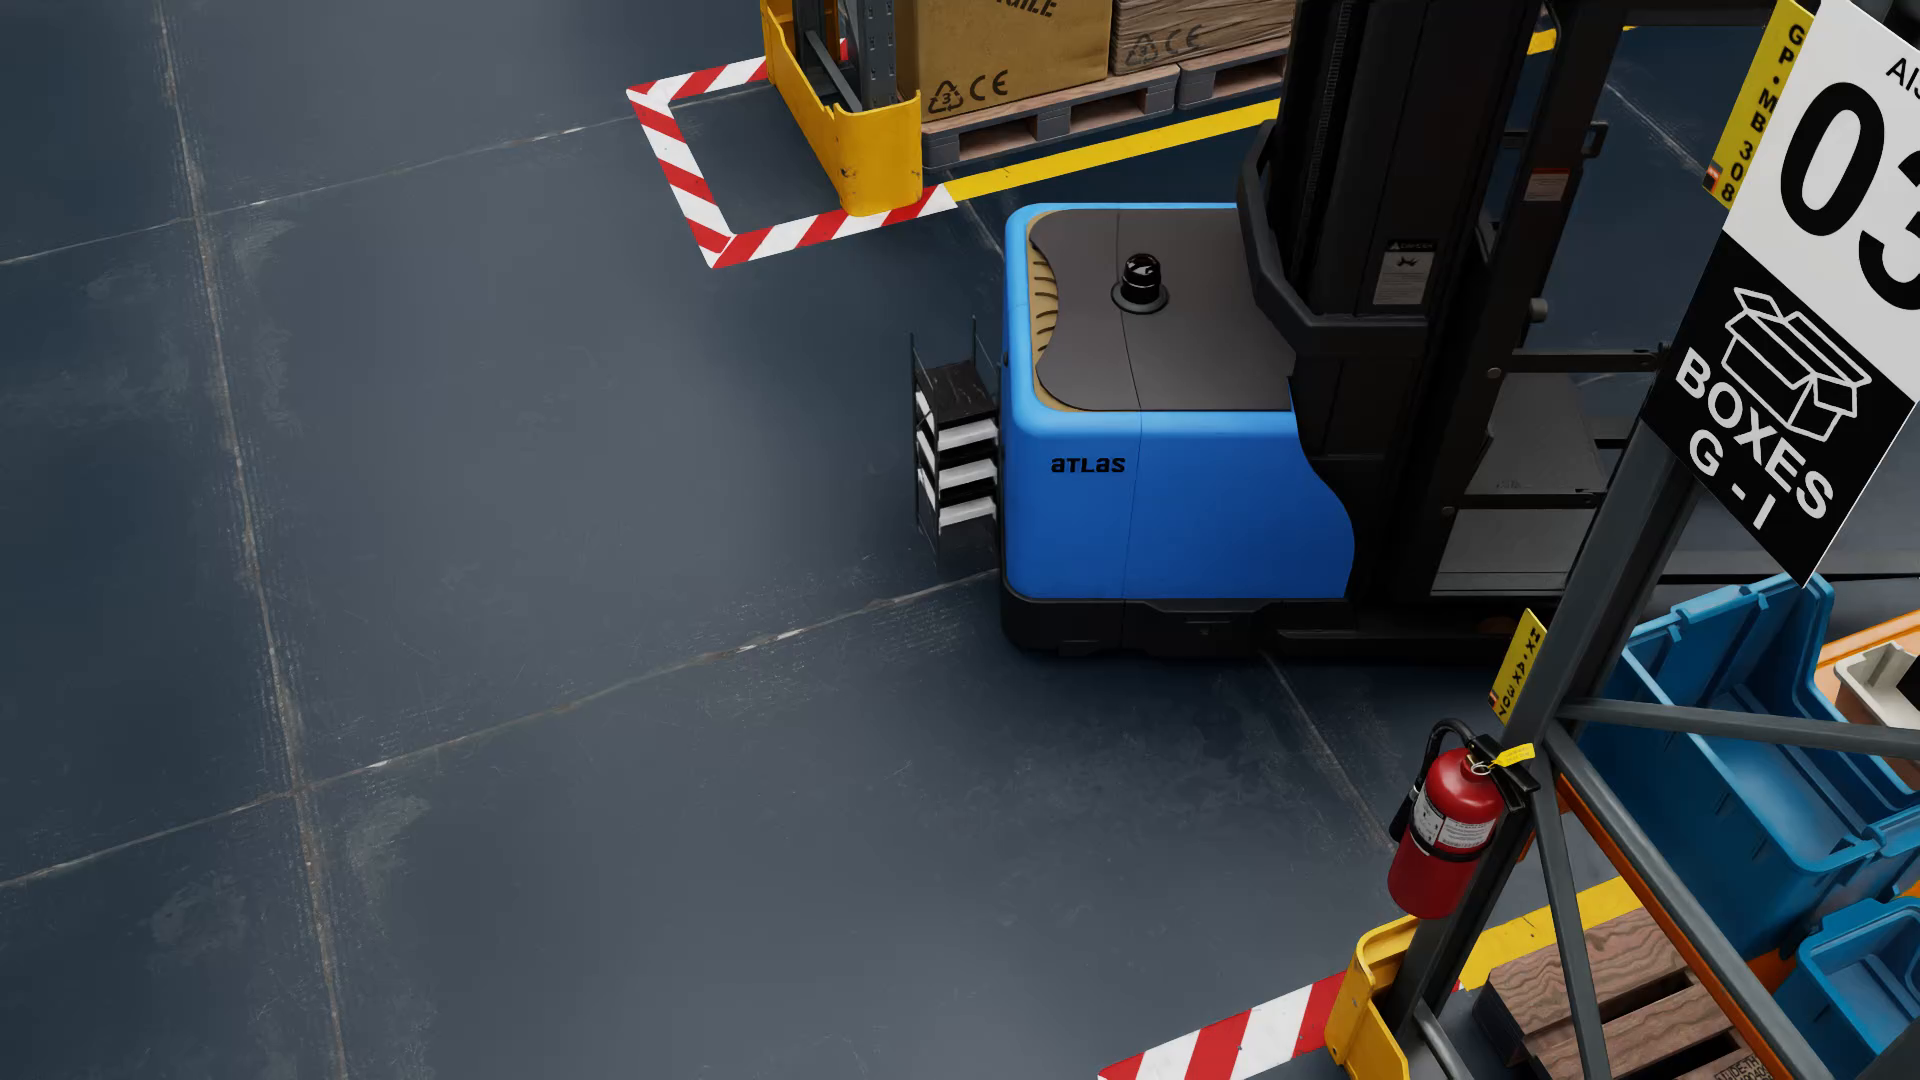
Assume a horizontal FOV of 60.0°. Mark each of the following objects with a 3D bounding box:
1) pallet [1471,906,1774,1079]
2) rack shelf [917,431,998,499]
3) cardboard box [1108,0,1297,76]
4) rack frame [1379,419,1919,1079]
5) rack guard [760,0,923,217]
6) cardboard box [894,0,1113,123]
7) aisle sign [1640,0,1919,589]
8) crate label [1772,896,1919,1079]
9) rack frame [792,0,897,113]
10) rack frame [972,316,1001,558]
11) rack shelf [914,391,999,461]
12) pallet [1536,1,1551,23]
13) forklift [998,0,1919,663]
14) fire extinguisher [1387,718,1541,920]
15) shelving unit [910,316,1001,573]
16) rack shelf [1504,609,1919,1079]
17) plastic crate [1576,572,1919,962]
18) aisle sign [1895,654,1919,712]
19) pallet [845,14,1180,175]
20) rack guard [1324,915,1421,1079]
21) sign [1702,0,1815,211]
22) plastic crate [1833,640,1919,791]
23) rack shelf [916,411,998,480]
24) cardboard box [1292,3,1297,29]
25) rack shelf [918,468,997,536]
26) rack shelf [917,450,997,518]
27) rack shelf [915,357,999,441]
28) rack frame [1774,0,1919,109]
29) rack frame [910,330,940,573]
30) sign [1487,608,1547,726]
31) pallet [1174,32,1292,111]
[{"bbox_3d":[2.157,1.410,4.400,1.213,0.211,1.003,-17,52,-14],"label":"pallet"},{"bbox_3d":[-0.015,-0.270,5.433,0.200,0.077,0.258,-15,51,-13],"label":"rack shelf"},{"bbox_3d":[0.910,-2.714,7.227,0.875,0.875,0.875,-17,52,-14],"label":"cardboard box"},{"bbox_3d":[1.379,0.710,3.163,0.127,3.000,1.000,-17,52,-14],"label":"rack frame"},{"bbox_3d":[-0.516,-1.947,7.092,0.348,0.500,1.175,-17,52,-14],"label":"rack guard"},{"bbox_3d":[0.068,-2.453,7.003,0.875,0.875,0.875,-17,52,-14],"label":"cardboard box"},{"bbox_3d":[1.201,-0.322,2.335,0.004,0.787,0.394,-17,52,-14],"label":"aisle sign"},{"bbox_3d":[1.732,0.906,3.066,0.303,0.233,0.416,-17,52,-14],"label":"crate label"},{"bbox_3d":[-0.494,-2.768,6.150,0.127,3.000,1.000,-17,52,-14],"label":"rack frame"},{"bbox_3d":[0.081,-0.318,5.430,0.006,0.900,0.240,-15,51,-13],"label":"rack frame"},{"bbox_3d":[-0.015,-0.387,5.296,0.200,0.077,0.258,-15,51,-13],"label":"rack shelf"},{"bbox_3d":[2.475,-2.844,8.053,1.213,0.211,1.003,-17,52,-14],"label":"pallet"},{"bbox_3d":[1.647,-0.961,4.643,3.031,2.935,1.130,0,49,0],"label":"forklift"},{"bbox_3d":[1.067,0.581,3.570,0.183,0.674,0.296,-17,52,-14],"label":"fire extinguisher"},{"bbox_3d":[-0.015,-0.292,5.407,0.210,0.900,0.258,-15,51,-13],"label":"shelving unit"},{"bbox_3d":[3.230,0.371,3.928,4.000,0.370,1.077,-17,52,-14],"label":"rack shelf"},{"bbox_3d":[1.618,0.452,3.322,0.499,0.435,0.616,-17,52,-14],"label":"plastic crate"},{"bbox_3d":[1.424,0.093,1.980,0.004,0.787,0.394,-17,52,-14],"label":"aisle sign"},{"bbox_3d":[0.216,-2.144,7.452,1.213,0.211,1.003,-17,52,-14],"label":"pallet"},{"bbox_3d":[1.361,1.541,4.097,0.348,0.500,1.175,-17,52,-14],"label":"rack guard"},{"bbox_3d":[1.156,-0.614,2.392,0.005,0.325,0.100,-17,52,-14],"label":"sign"},{"bbox_3d":[2.065,0.416,3.550,0.243,0.136,0.396,-17,52,-14],"label":"plastic crate"},{"bbox_3d":[-0.015,-0.329,5.364,0.200,0.077,0.258,-15,51,-13],"label":"rack shelf"},{"bbox_3d":[1.734,-2.969,7.446,0.875,0.875,0.875,-17,52,-14],"label":"cardboard box"},{"bbox_3d":[-0.015,-0.153,5.569,0.200,0.077,0.258,-15,51,-13],"label":"rack shelf"},{"bbox_3d":[-0.015,-0.211,5.501,0.200,0.077,0.258,-15,51,-13],"label":"rack shelf"},{"bbox_3d":[-0.015,-0.446,5.228,0.200,0.077,0.258,-15,51,-13],"label":"rack shelf"},{"bbox_3d":[1.379,-1.244,0.887,0.127,3.000,1.000,-17,52,-14],"label":"rack frame"},{"bbox_3d":[-0.111,-0.266,5.385,0.006,0.900,0.240,-15,51,-13],"label":"rack frame"},{"bbox_3d":[1.156,0.276,3.429,0.005,0.325,0.100,-17,52,-14],"label":"sign"},{"bbox_3d":[1.344,-2.491,7.750,1.213,0.211,1.003,-17,52,-14],"label":"pallet"}]
